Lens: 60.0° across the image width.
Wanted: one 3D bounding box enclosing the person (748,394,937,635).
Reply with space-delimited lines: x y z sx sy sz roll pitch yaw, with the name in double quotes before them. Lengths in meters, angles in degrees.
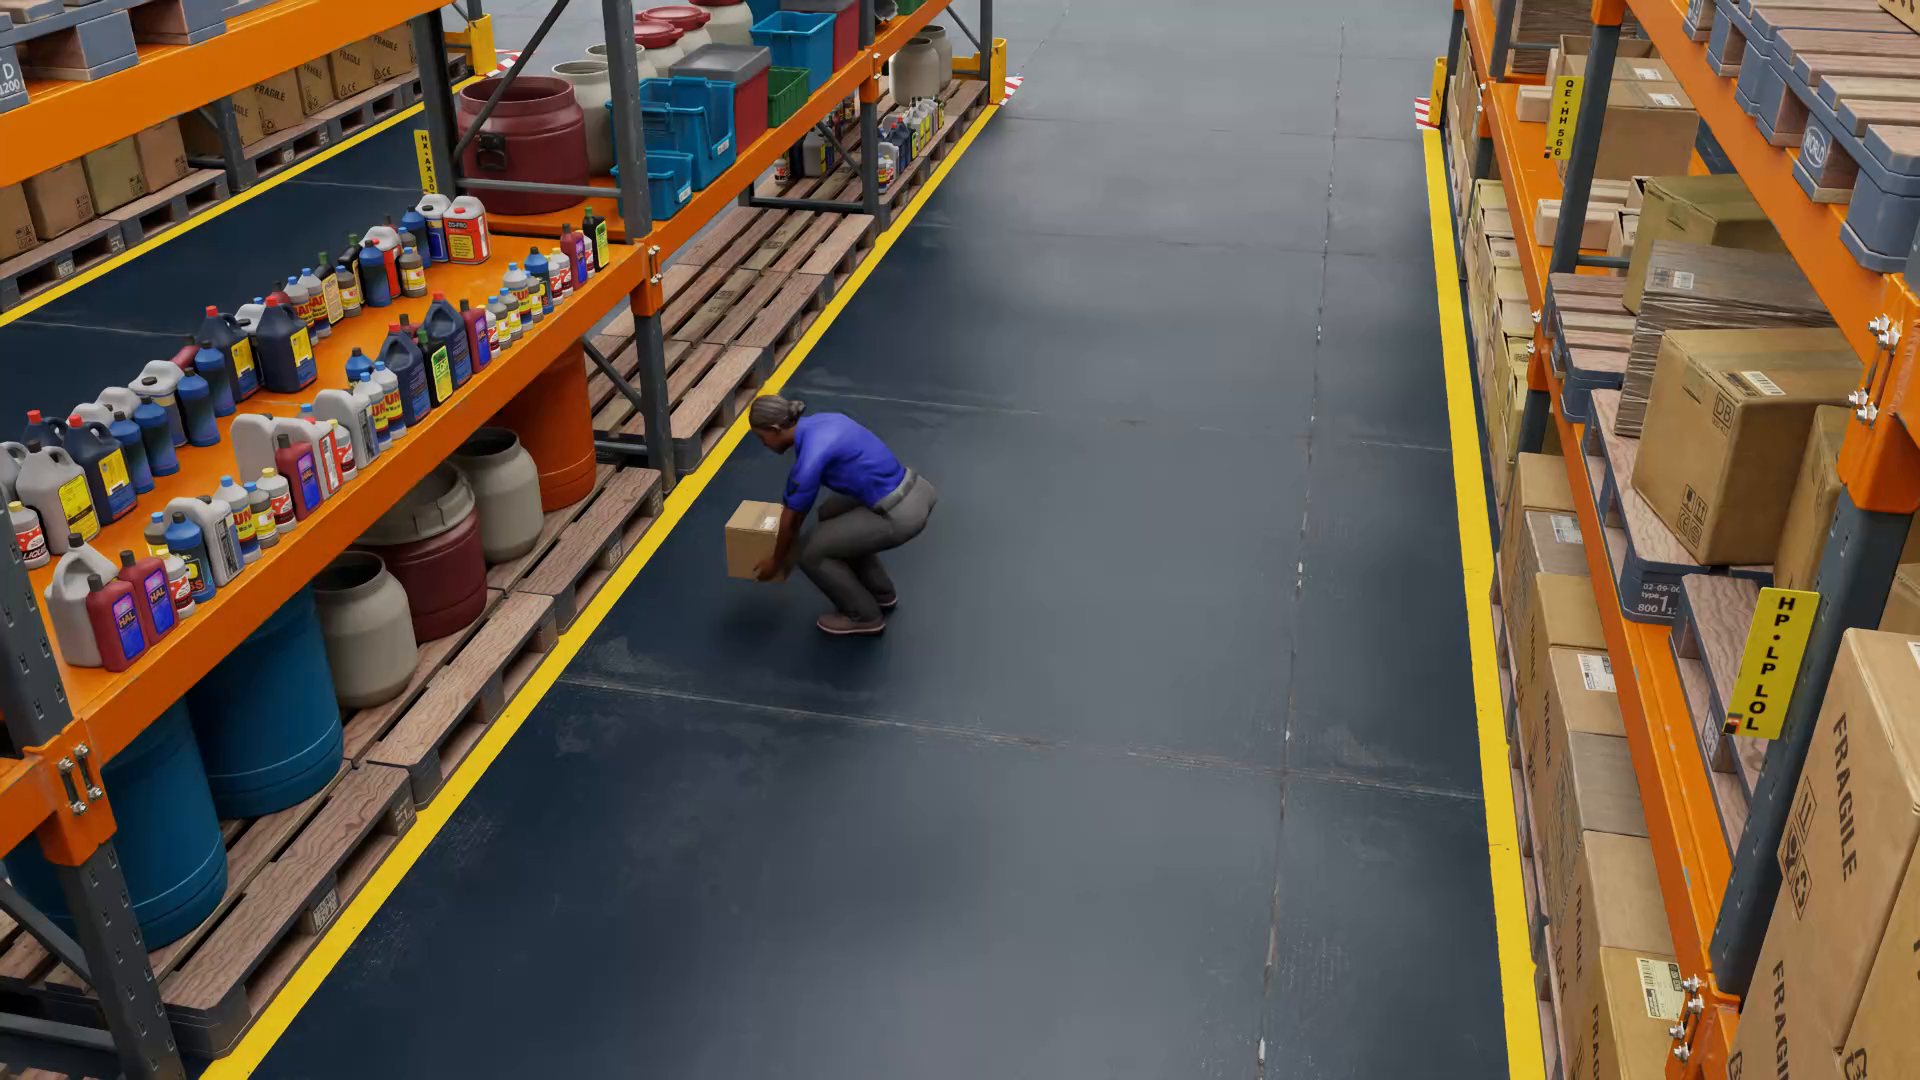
"person" -0.488 -0.113 6.973 0.755 1.046 0.488 6 30 10
